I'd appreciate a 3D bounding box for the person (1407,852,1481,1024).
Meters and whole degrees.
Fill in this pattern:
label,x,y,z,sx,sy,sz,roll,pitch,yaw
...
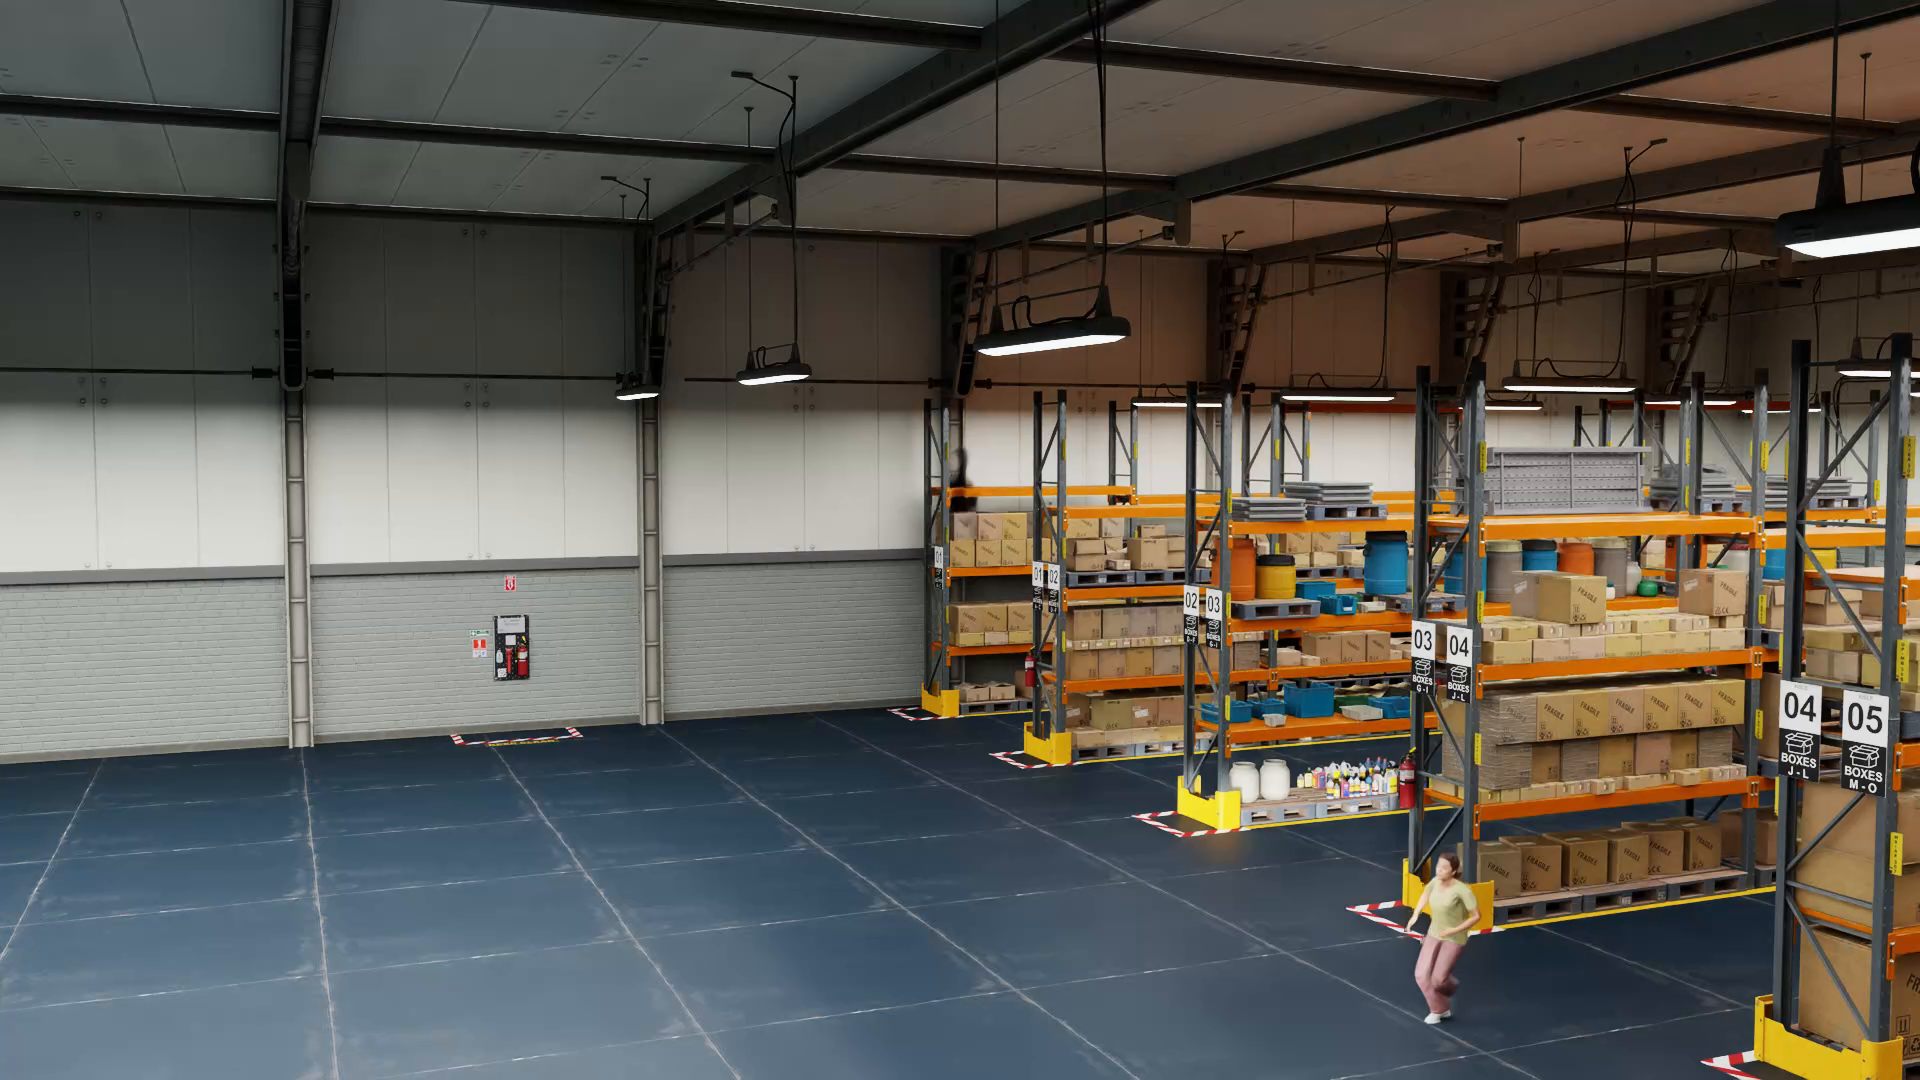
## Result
label,x,y,z,sx,sy,sz,roll,pitch,yaw
person,4.315,3.529,14.731,0.535,1.580,0.654,-3,5,-43
